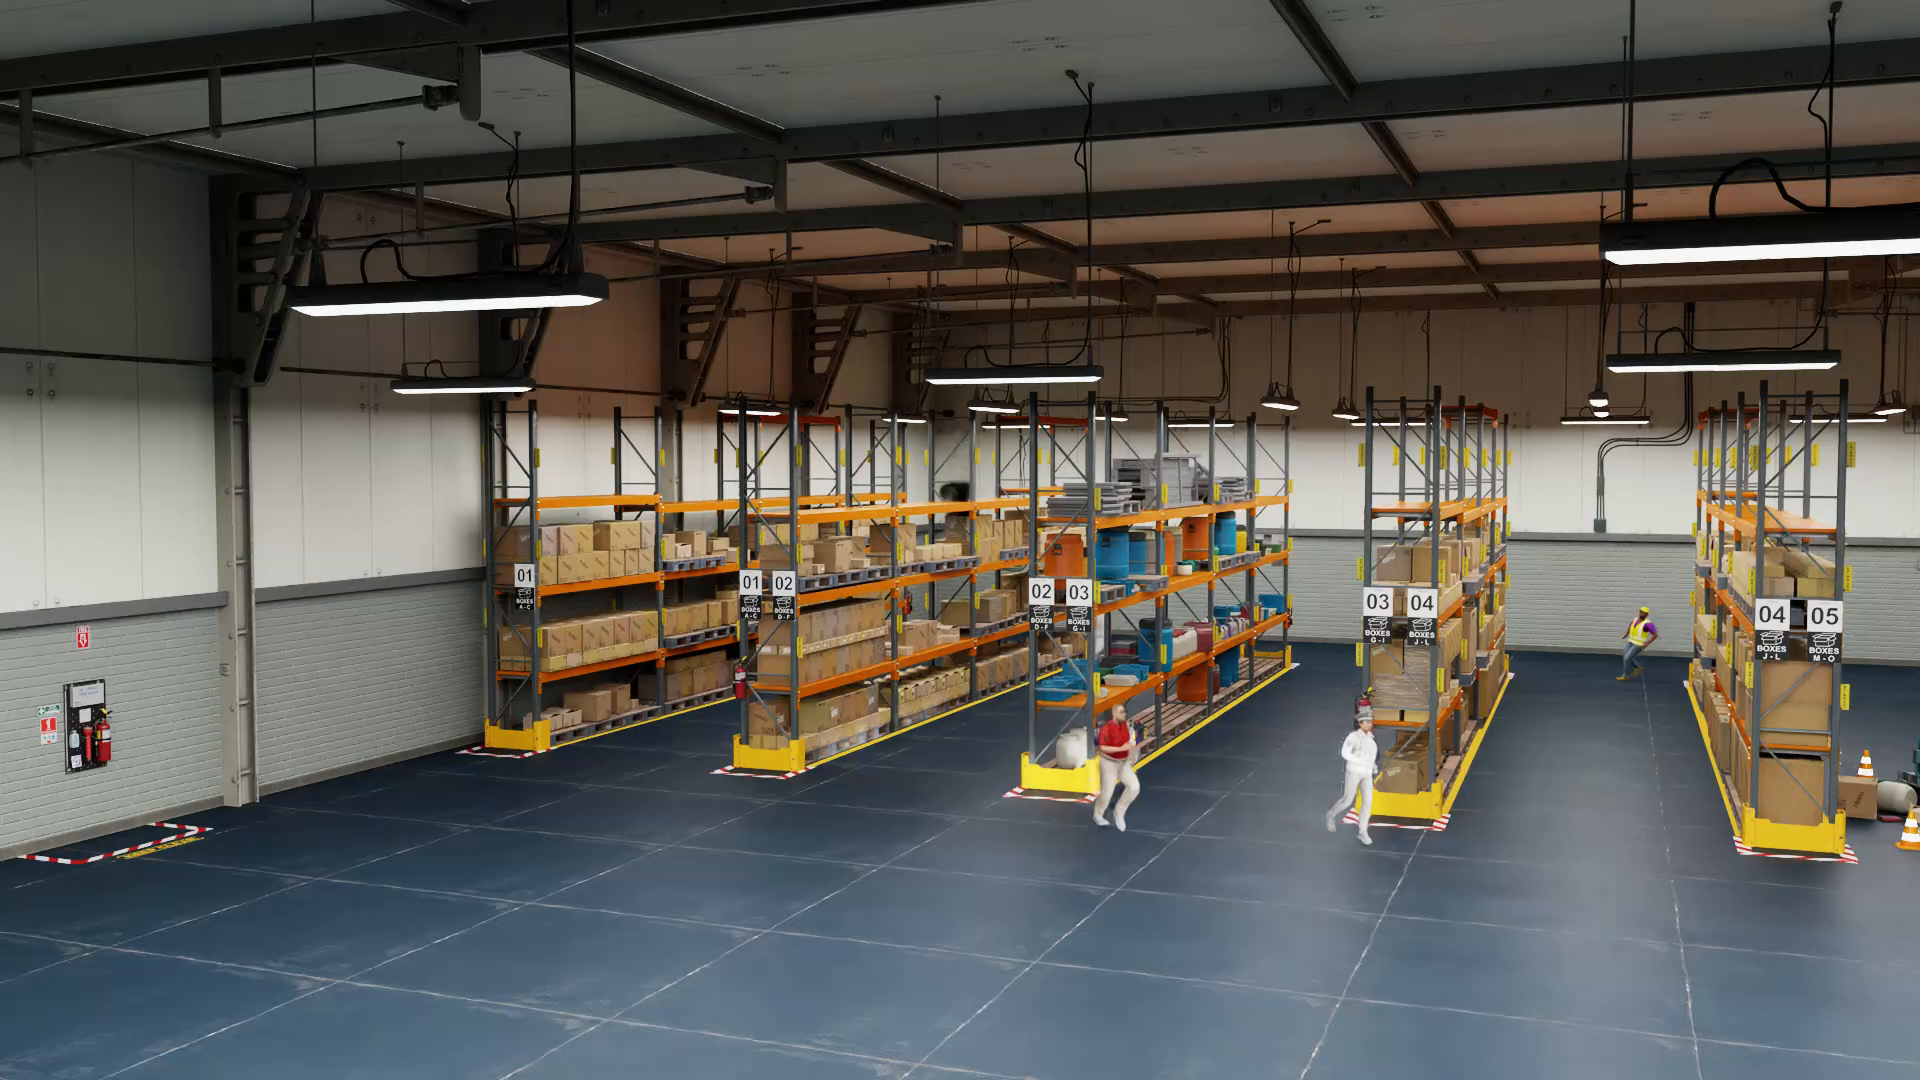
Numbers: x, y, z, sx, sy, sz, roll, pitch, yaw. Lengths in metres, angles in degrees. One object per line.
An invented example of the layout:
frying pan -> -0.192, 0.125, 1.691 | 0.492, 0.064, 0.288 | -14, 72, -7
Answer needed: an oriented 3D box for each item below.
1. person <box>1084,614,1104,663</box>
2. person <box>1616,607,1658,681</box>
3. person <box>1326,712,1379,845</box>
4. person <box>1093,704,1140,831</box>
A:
person -> 2.966, 2.111, 36.358 | 0.634, 1.765, 0.550 | 0, 3, 9
person -> 15.096, 2.324, 37.152 | 0.706, 1.687, 0.774 | -1, 3, -15
person -> 5.242, 3.081, 21.887 | 0.646, 1.676, 0.894 | -1, 3, -28
person -> 2.090, 3.045, 22.320 | 0.694, 1.720, 0.829 | -2, 4, -41
